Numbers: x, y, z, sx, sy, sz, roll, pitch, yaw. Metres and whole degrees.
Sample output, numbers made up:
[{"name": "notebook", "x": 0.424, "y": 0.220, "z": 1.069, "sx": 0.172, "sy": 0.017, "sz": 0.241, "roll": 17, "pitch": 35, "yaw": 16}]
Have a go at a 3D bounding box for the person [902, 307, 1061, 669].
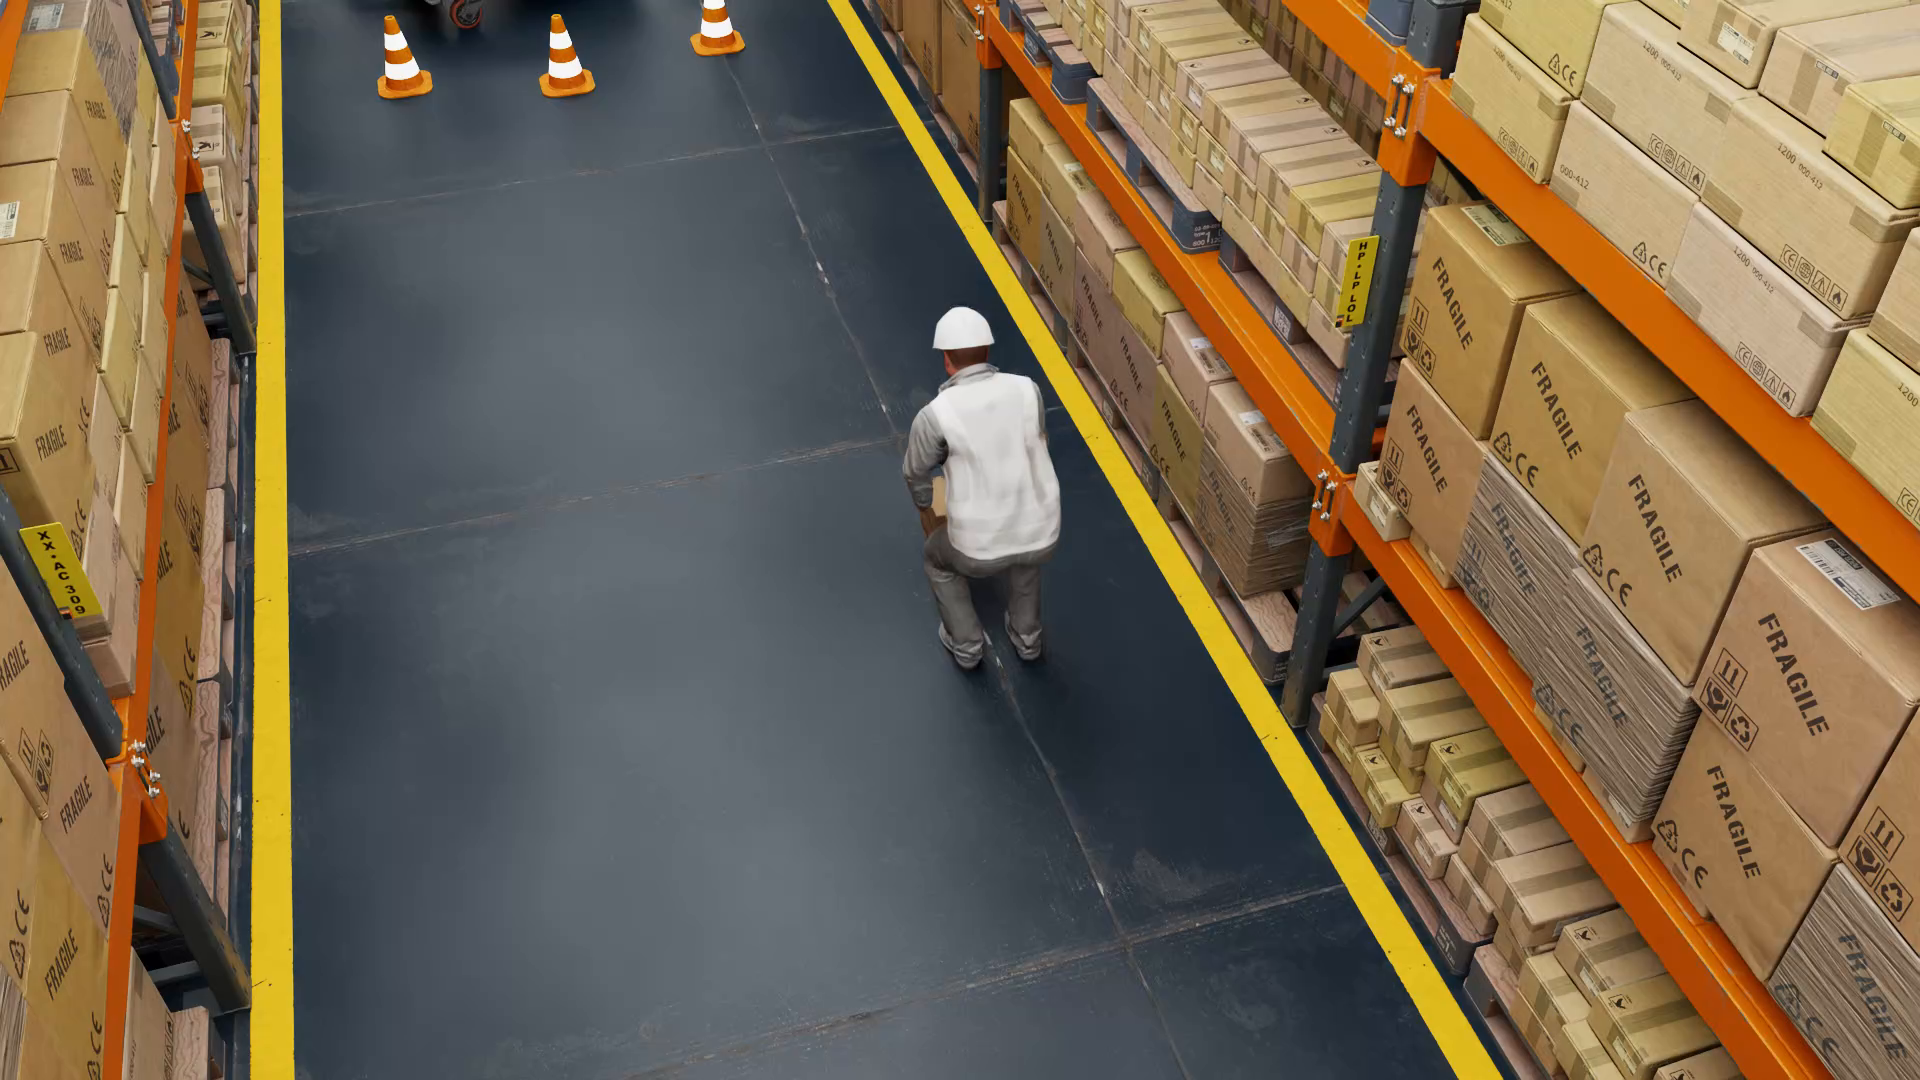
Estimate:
[{"name": "person", "x": 0.082, "y": -0.141, "z": 6.501, "sx": 0.590, "sy": 1.507, "sz": 0.713, "roll": -12, "pitch": 43, "yaw": -13}]
